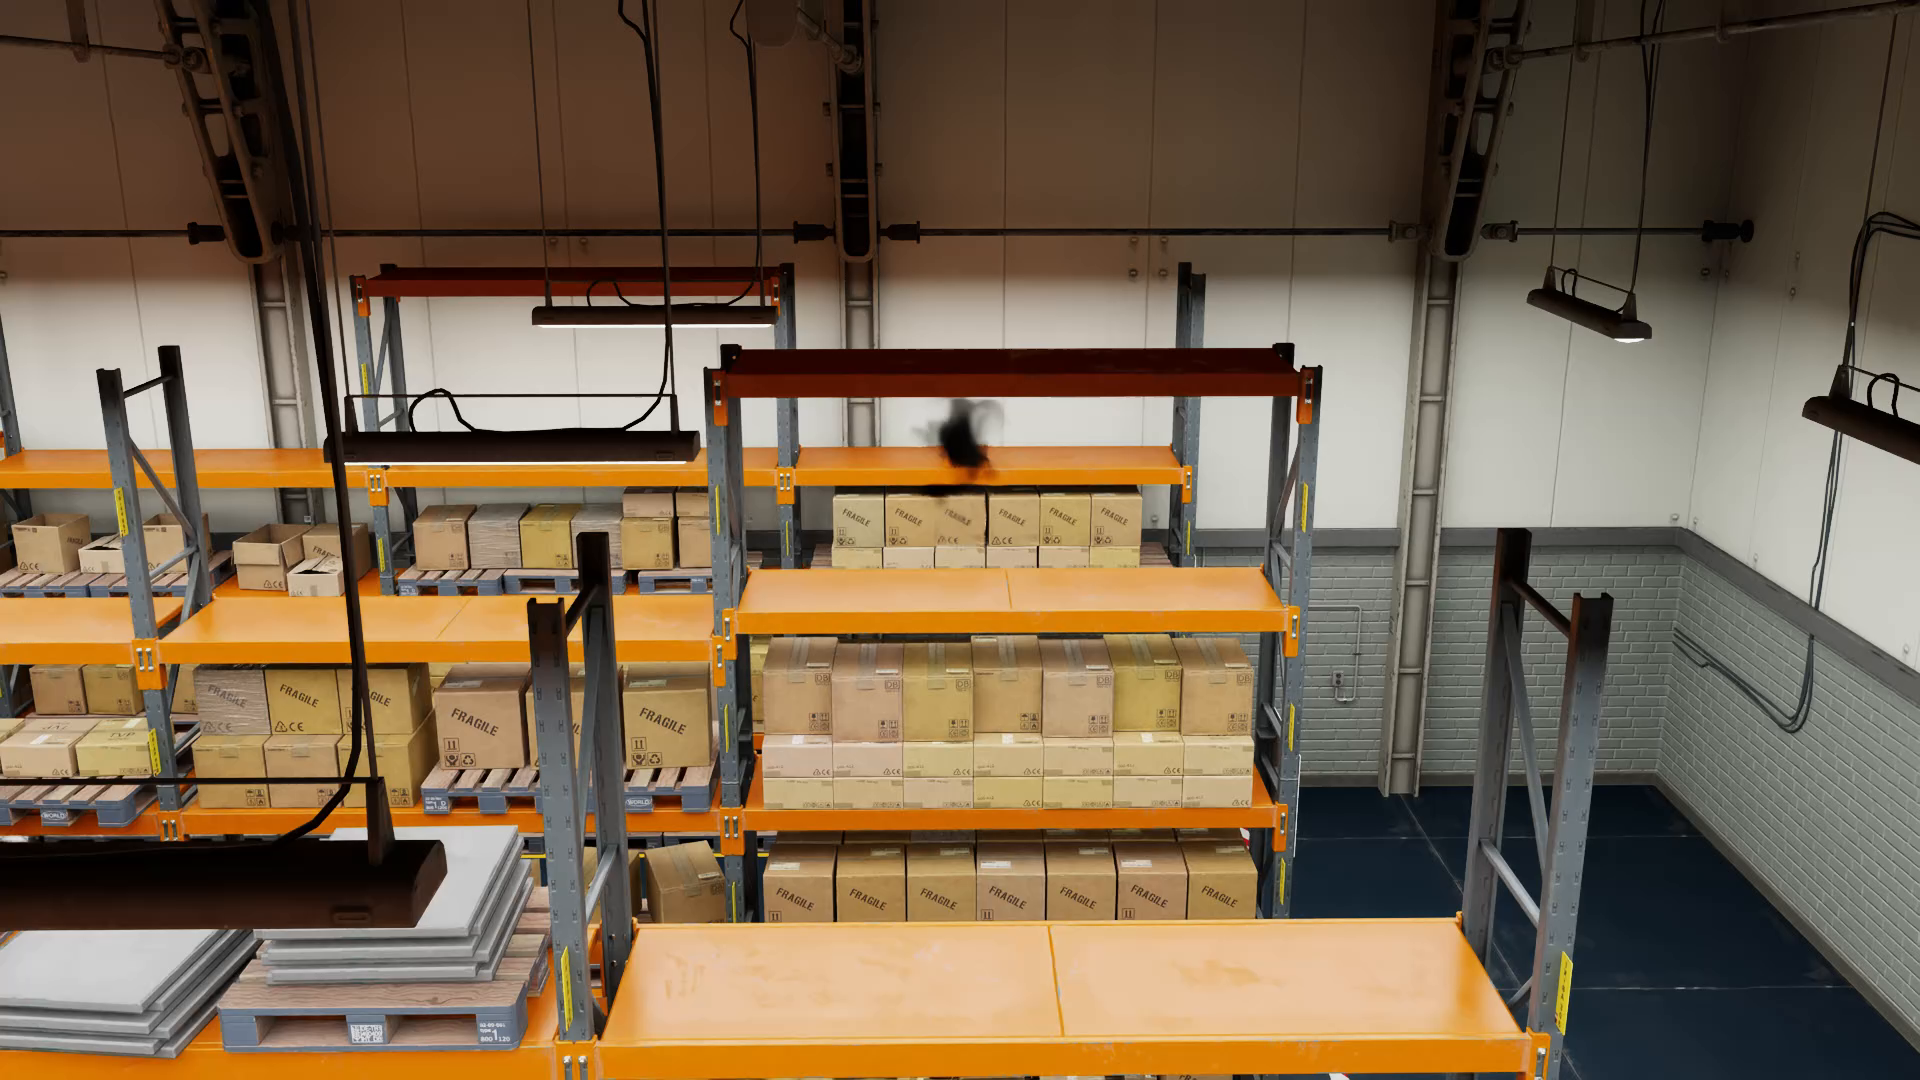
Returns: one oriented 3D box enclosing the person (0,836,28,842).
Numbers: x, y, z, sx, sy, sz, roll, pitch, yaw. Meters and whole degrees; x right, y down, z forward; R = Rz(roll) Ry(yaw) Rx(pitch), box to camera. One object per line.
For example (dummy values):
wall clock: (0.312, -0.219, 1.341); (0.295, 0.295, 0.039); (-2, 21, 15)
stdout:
person: (-8.376, 3.087, 14.906); (0.805, 1.748, 0.612); (-2, 16, -8)
